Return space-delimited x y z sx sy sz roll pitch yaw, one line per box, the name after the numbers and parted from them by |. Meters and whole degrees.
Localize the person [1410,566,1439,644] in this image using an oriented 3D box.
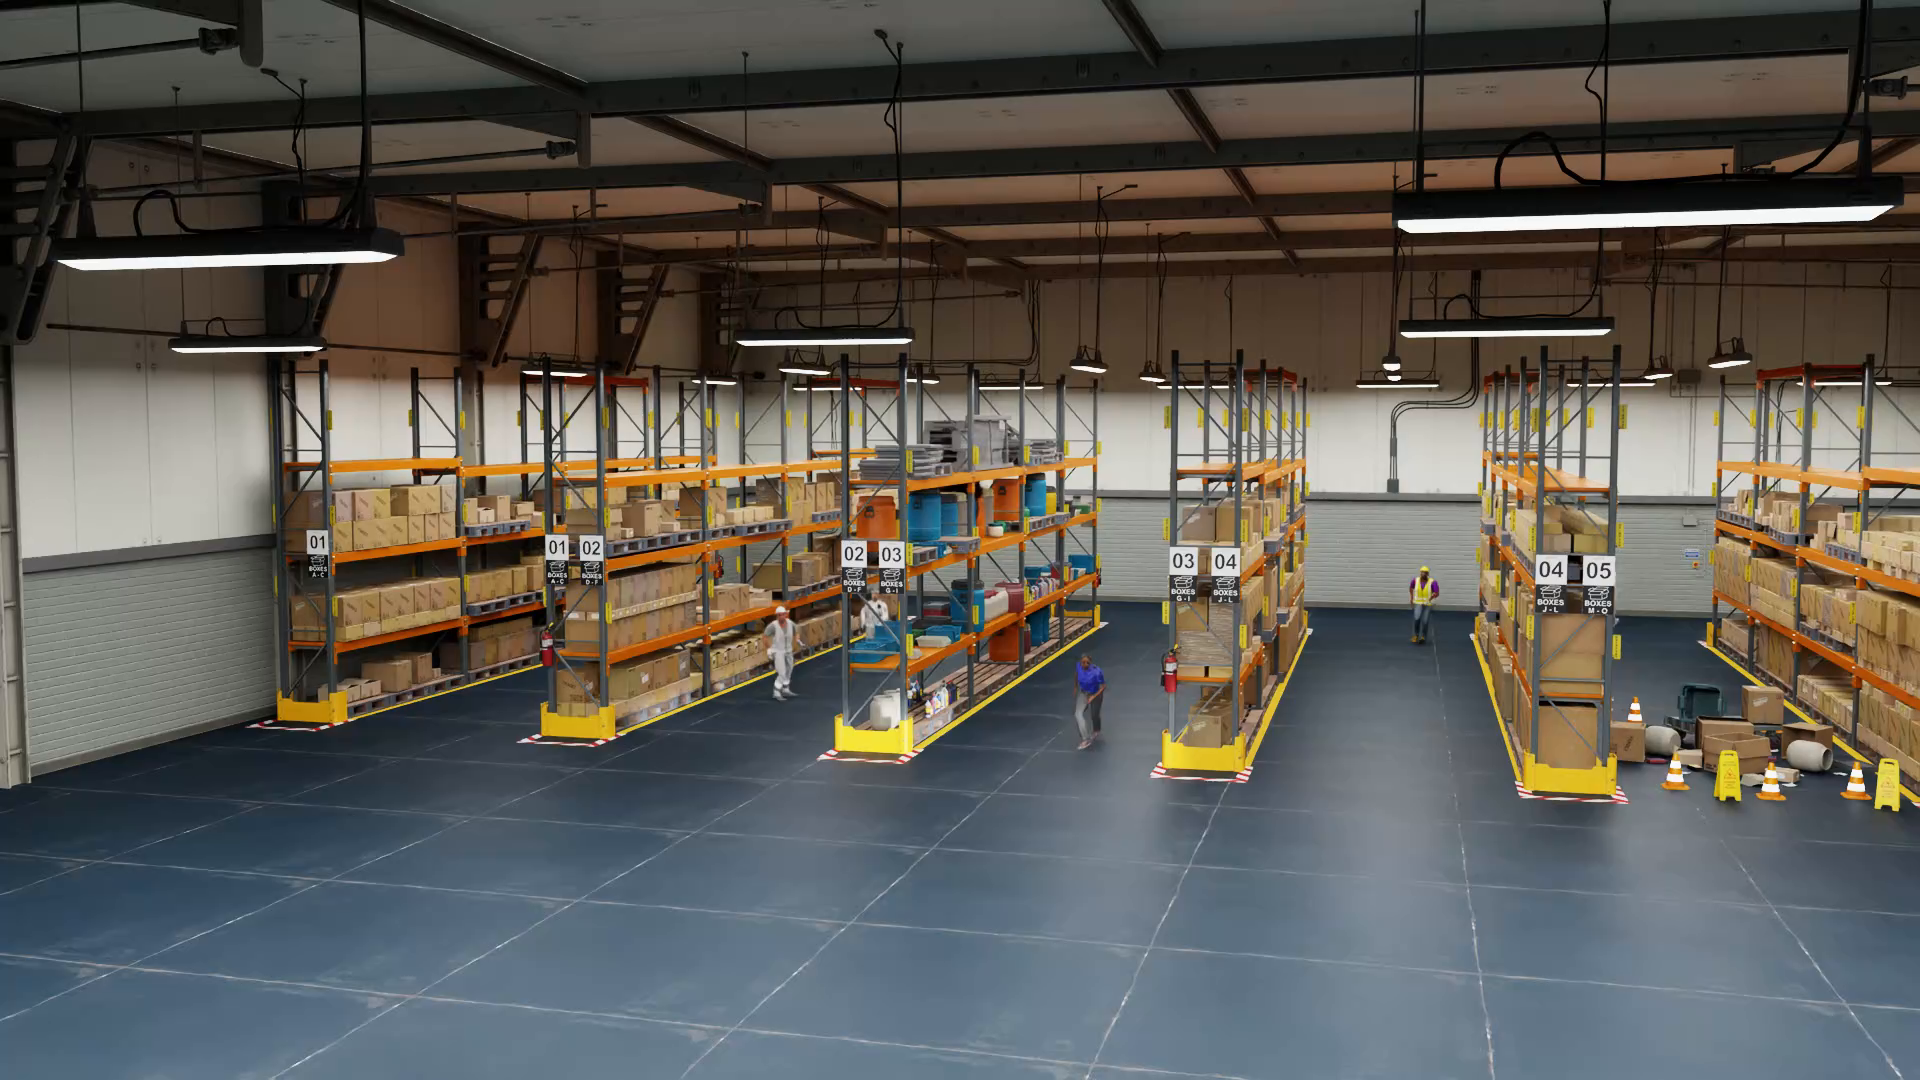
10.392 1.456 37.258 0.656 1.752 0.793 1 4 19 | person

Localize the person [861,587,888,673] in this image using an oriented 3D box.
-1.709 1.782 33.087 0.588 1.718 0.685 0 4 4 | person

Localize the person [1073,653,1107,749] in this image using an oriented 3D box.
2.028 2.405 25.503 0.594 1.480 1.036 2 4 23 | person

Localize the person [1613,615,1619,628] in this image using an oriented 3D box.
15.140 1.319 39.344 0.872 1.673 0.598 0 4 -5 | person

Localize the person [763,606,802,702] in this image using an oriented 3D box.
-3.134 2.022 29.772 0.681 1.720 0.793 -4 5 -41 | person
